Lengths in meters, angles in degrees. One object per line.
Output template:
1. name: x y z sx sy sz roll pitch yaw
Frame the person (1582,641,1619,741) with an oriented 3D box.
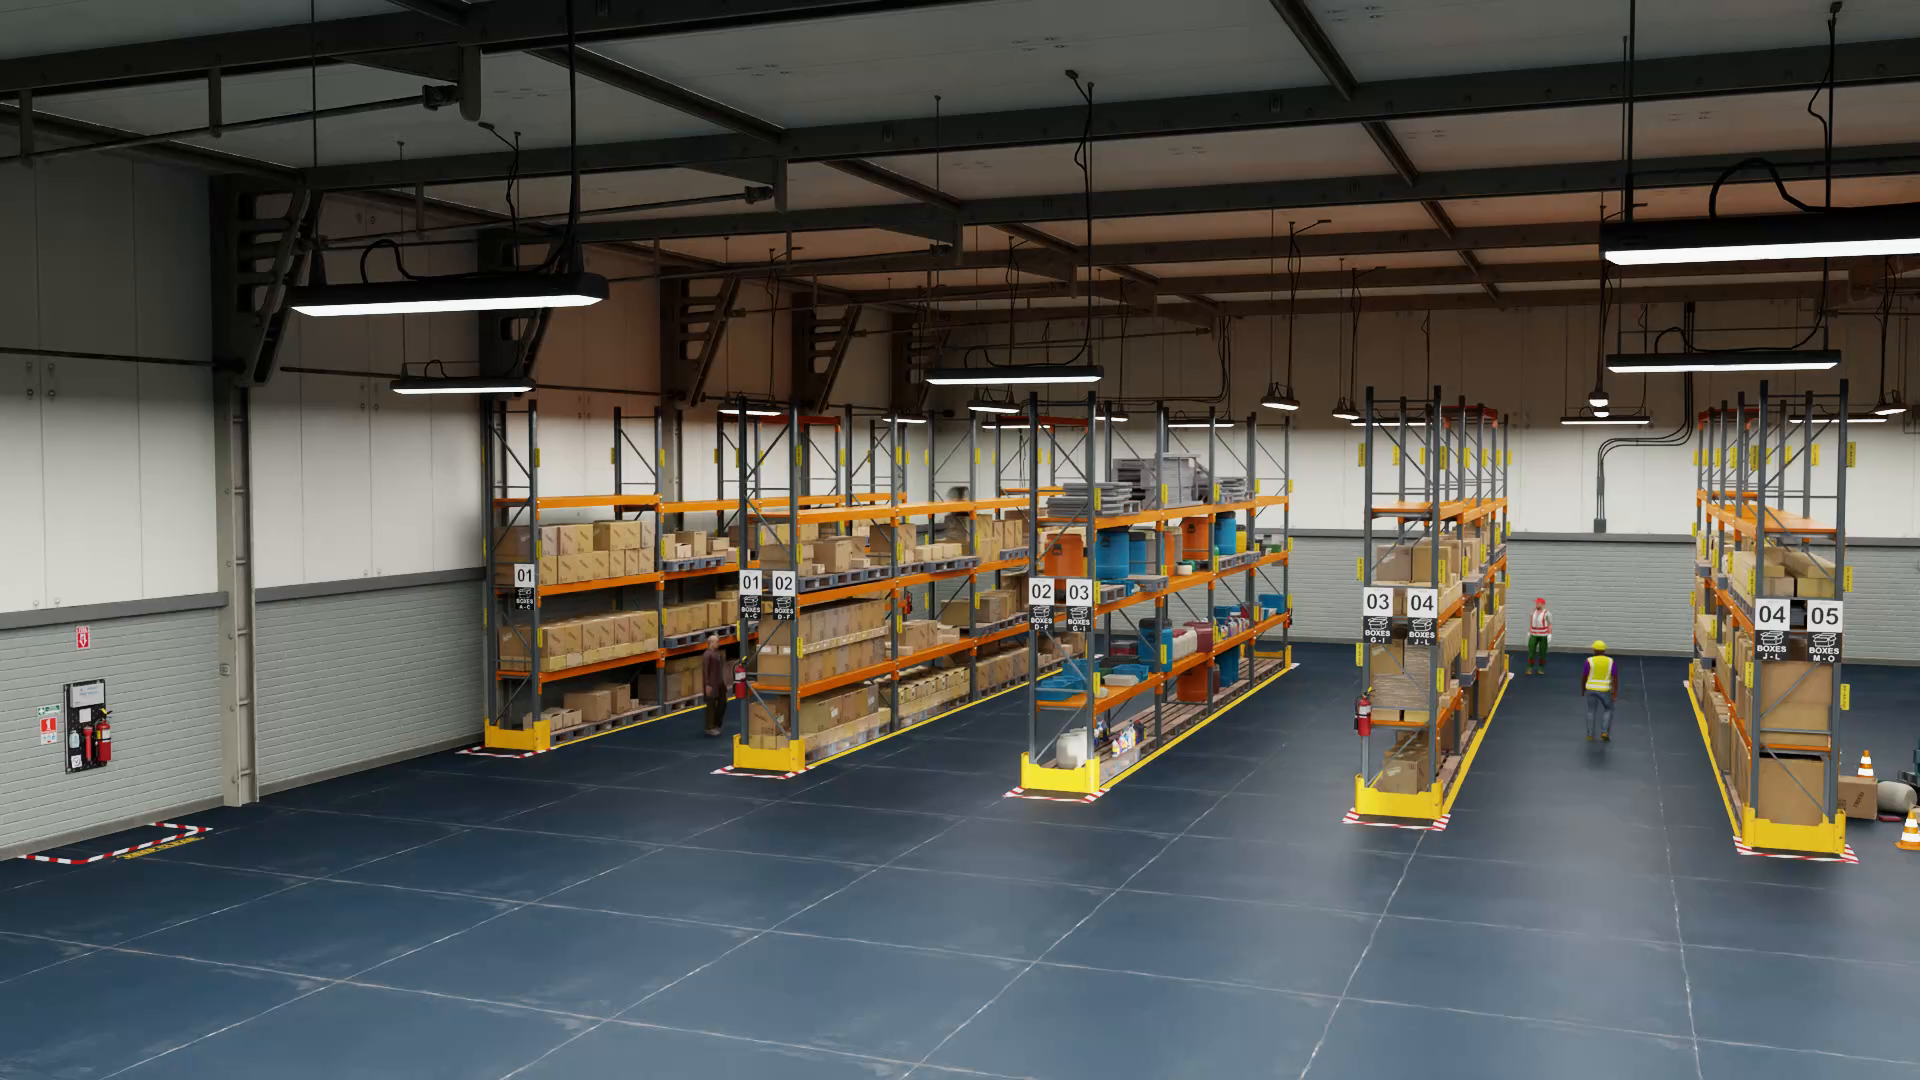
1. person: 11.302 2.686 29.407 0.500 1.823 0.617 -2 4 -41

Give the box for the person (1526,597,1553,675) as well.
1. person: 13.339 2.222 38.356 0.599 1.802 0.494 2 3 35

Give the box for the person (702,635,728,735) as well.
1. person: -4.450 2.661 30.179 0.403 1.861 0.666 1 3 20
